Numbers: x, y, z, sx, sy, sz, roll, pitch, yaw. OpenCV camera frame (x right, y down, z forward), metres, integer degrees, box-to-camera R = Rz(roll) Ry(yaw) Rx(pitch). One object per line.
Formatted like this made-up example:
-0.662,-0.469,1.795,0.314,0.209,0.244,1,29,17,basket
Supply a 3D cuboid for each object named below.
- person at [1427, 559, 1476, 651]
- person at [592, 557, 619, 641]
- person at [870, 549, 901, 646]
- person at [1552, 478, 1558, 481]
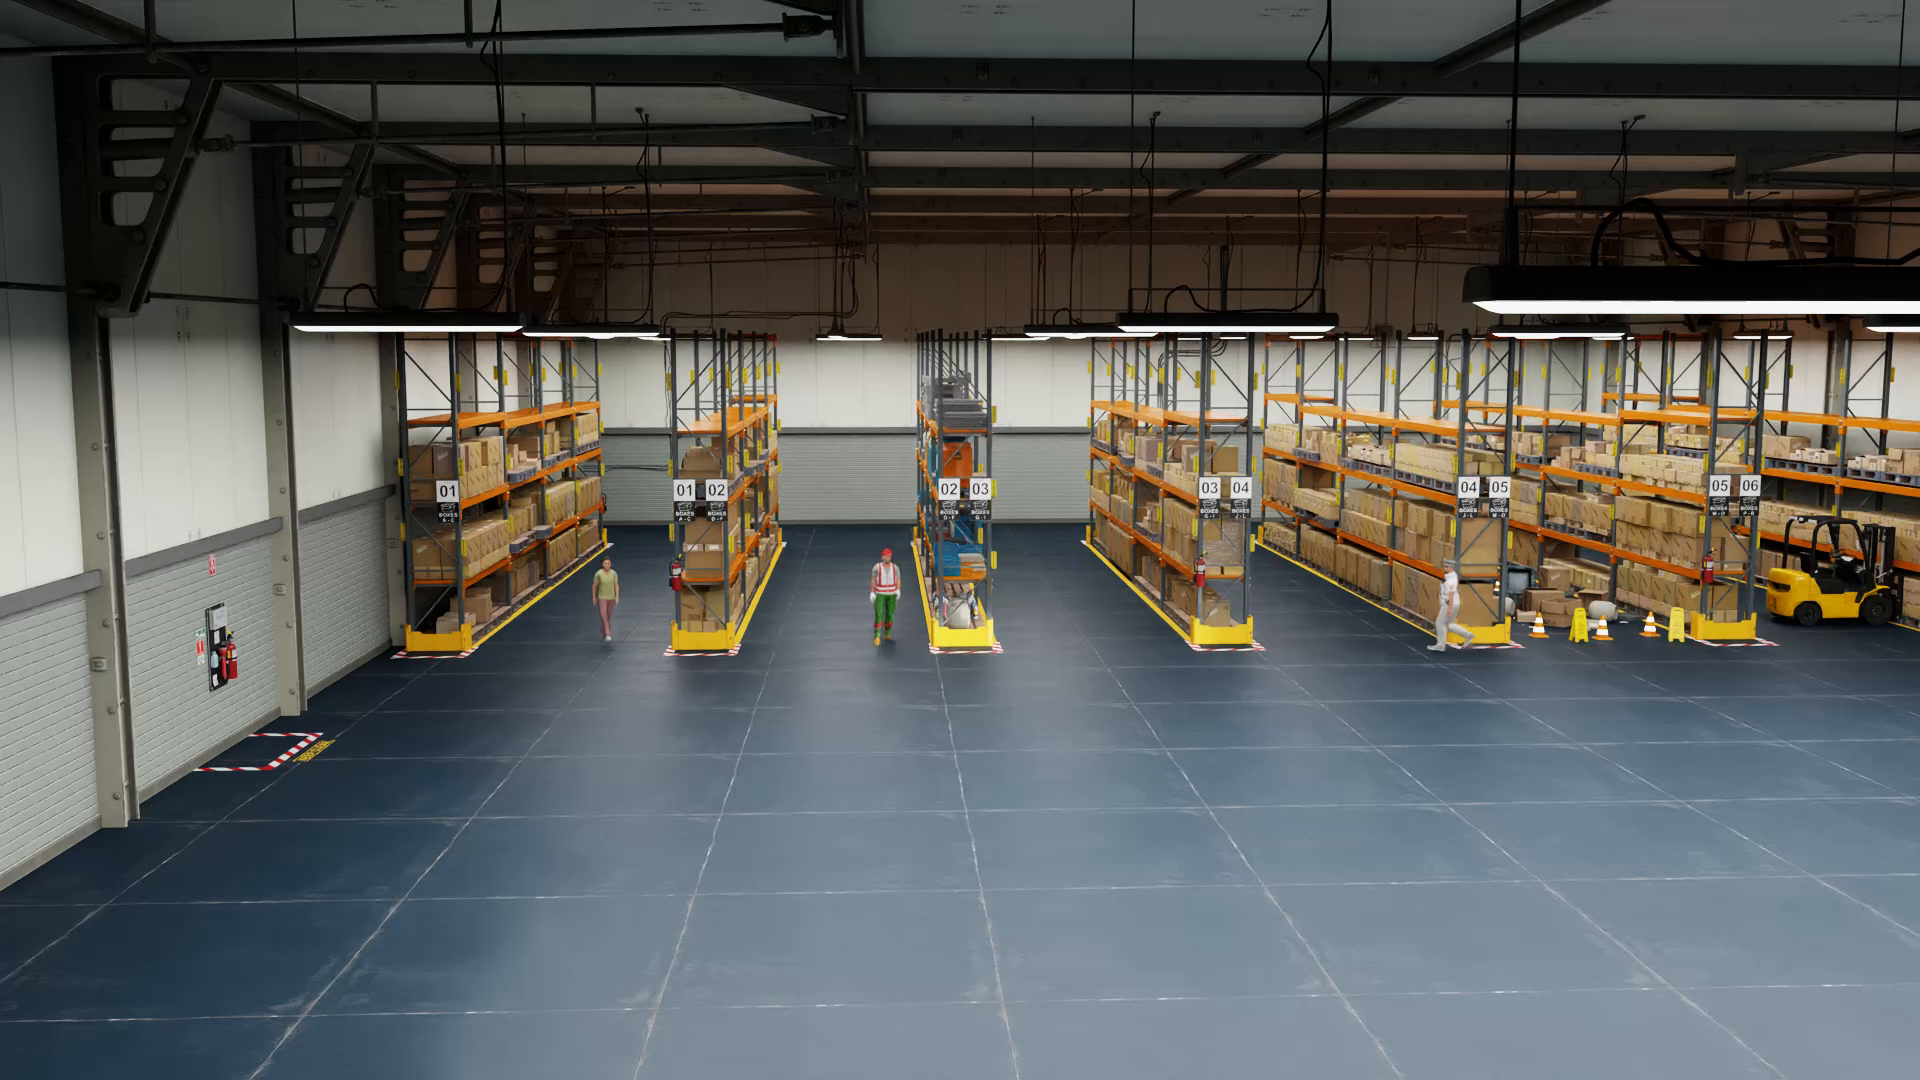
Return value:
9.171,1.207,31.007,0.823,1.710,0.637,2,7,19,person
-6.792,1.122,32.047,0.473,1.611,1.042,-5,8,-35,person
-1.437,1.079,31.926,0.627,1.818,0.626,-2,7,-18,person
18.038,-1.053,50.305,0.986,1.684,0.538,-1,7,-9,person
